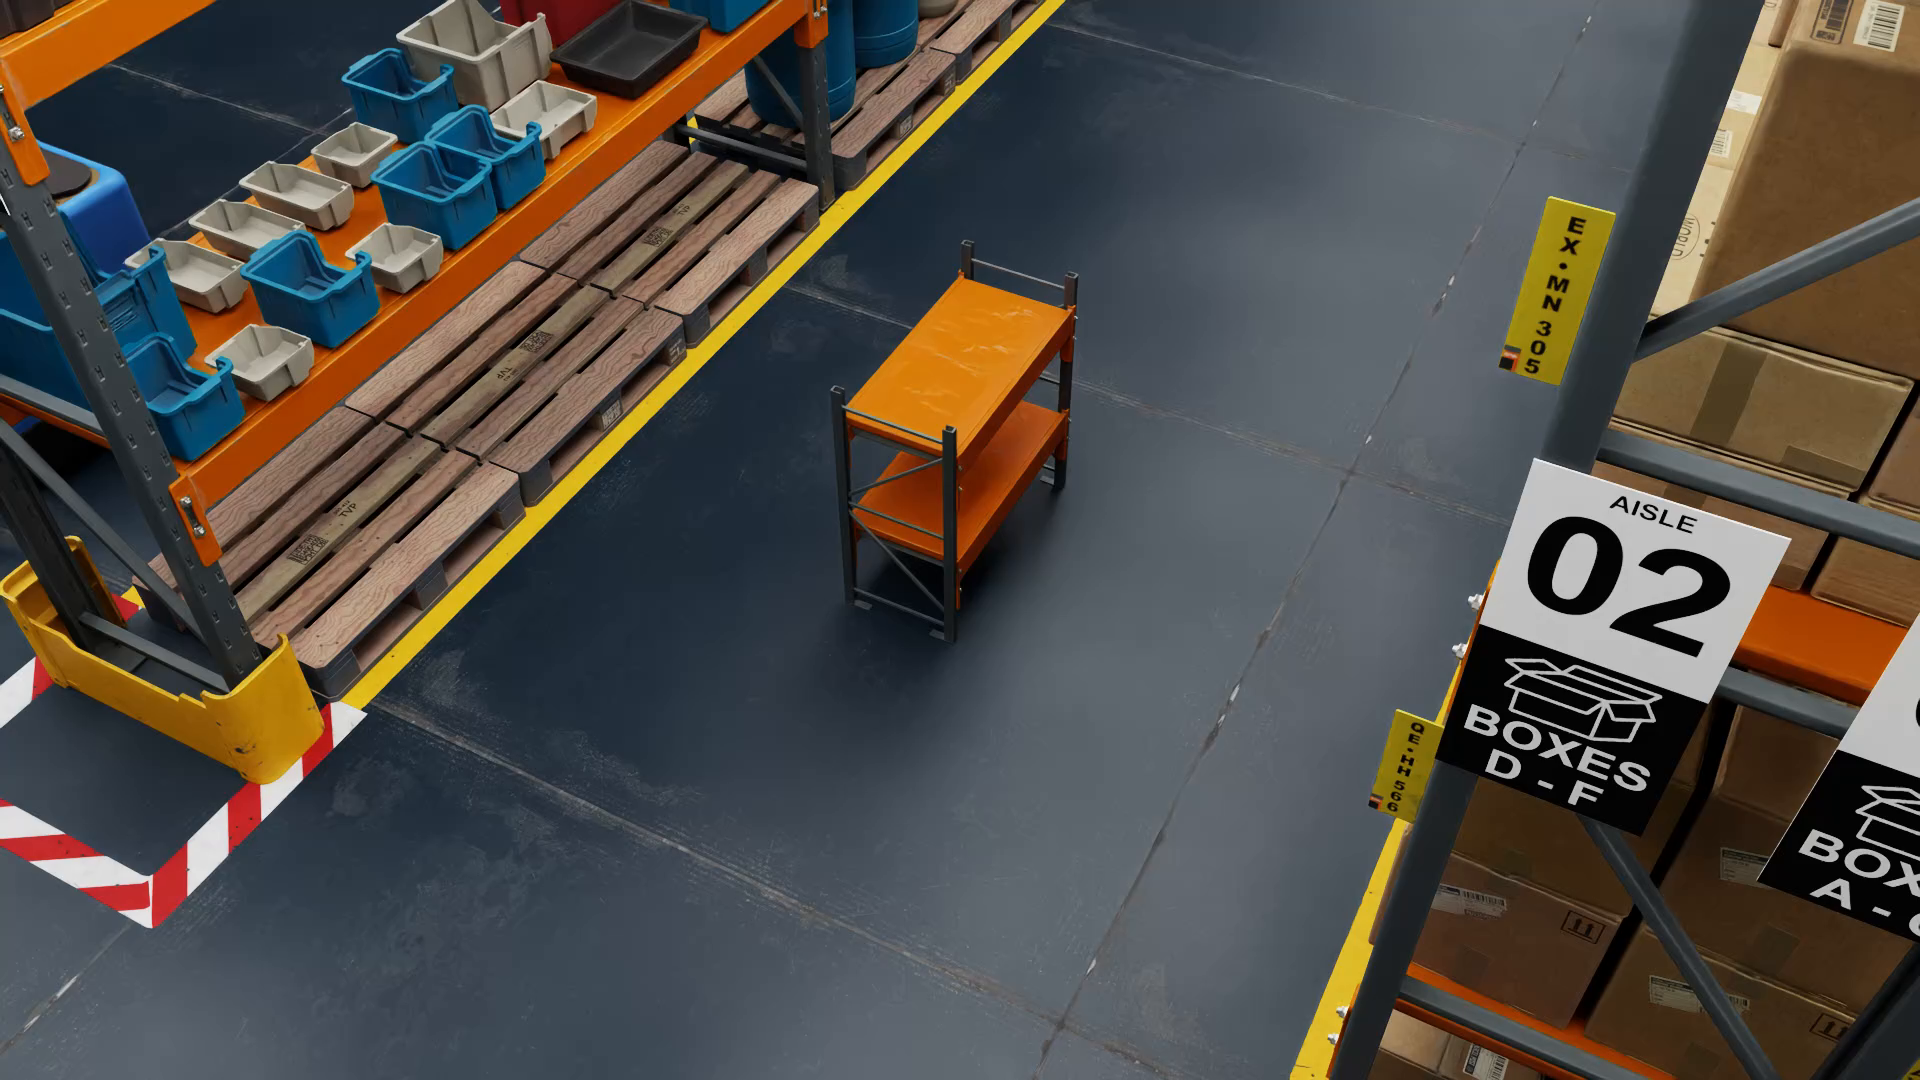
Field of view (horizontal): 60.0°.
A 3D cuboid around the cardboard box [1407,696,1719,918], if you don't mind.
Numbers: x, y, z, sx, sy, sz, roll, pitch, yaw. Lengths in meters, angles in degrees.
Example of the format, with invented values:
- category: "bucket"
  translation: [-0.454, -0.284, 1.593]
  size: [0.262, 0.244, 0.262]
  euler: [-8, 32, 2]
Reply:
- category: "cardboard box"
  translation: [1.361, 0.425, 3.727]
  size: [0.500, 0.500, 0.500]
  euler: [20, 49, 19]

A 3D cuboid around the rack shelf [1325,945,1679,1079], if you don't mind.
- category: "rack shelf"
  translation: [2.327, 0.176, 5.253]
  size: [1.077, 0.370, 4.000]
  euler: [20, 49, 19]

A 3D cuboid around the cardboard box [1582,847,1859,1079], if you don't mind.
- category: "cardboard box"
  translation: [1.838, 0.956, 3.906]
  size: [0.500, 0.500, 0.500]
  euler: [21, 49, 20]

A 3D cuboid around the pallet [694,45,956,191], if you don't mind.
- category: "pallet"
  translation: [-0.735, -2.467, 9.319]
  size: [1.003, 0.211, 1.213]
  euler: [20, 49, 19]

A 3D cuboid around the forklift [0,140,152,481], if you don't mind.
- category: "forklift"
  translation: [-5.087, -2.037, 6.982]
  size: [3.031, 2.935, 1.130]
  euler: [21, 49, 19]

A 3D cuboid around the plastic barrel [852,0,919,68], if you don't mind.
- category: "plastic barrel"
  translation: [-0.534, -3.168, 9.232]
  size: [0.600, 0.901, 0.708]
  euler: [20, 49, 19]

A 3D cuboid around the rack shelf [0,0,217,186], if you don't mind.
- category: "rack shelf"
  translation: [-2.059, -2.516, 5.804]
  size: [1.077, 0.370, 4.000]
  euler: [20, 49, 19]

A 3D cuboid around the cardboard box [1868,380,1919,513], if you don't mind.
- category: "cardboard box"
  translation: [1.867, -0.232, 2.795]
  size: [0.500, 0.250, 0.500]
  euler: [20, 49, 19]

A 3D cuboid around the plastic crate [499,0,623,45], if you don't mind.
- category: "plastic crate"
  translation: [-1.767, -2.538, 7.342]
  size: [0.402, 0.464, 0.583]
  euler: [20, 49, 19]

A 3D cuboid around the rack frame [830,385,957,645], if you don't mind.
- category: "rack frame"
  translation: [-0.239, -0.071, 6.309]
  size: [0.500, 1.125, 0.032]
  euler: [20, 49, 19]

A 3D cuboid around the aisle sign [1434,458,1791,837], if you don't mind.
- category: "aisle sign"
  translation: [1.095, 0.211, 2.884]
  size: [0.394, 0.787, 0.004]
  euler: [20, 49, 19]

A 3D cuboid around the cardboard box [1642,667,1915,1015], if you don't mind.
- category: "cardboard box"
  translation: [1.838, 0.604, 3.551]
  size: [0.500, 0.500, 0.500]
  euler: [22, 49, 20]

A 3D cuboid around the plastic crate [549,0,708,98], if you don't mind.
- category: "plastic crate"
  translation: [-1.412, -2.105, 7.153]
  size: [0.437, 0.125, 0.590]
  euler: [20, 49, 19]

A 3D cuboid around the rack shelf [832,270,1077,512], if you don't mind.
- category: "rack shelf"
  translation: [-0.003, -0.597, 6.417]
  size: [0.538, 0.278, 1.000]
  euler: [20, 49, 19]

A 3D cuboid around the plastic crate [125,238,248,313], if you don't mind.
- category: "plastic crate"
  translation: [-2.769, -0.956, 6.009]
  size: [0.396, 0.136, 0.243]
  euler: [20, 49, 19]

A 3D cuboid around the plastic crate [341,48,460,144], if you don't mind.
- category: "plastic crate"
  translation: [-2.261, -1.795, 6.771]
  size: [0.416, 0.233, 0.300]
  euler: [20, 49, 19]

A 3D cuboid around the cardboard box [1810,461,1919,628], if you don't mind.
- category: "cardboard box"
  translation: [1.862, -0.058, 2.975]
  size: [0.500, 0.250, 0.500]
  euler: [20, 49, 19]

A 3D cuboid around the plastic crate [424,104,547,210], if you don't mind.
- category: "plastic crate"
  translation: [-1.830, -1.482, 6.461]
  size: [0.416, 0.233, 0.300]
  euler: [20, 49, 19]

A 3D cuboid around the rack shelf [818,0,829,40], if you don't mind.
- category: "rack shelf"
  translation: [-0.202, -3.981, 9.362]
  size: [1.077, 0.370, 4.000]
  euler: [20, 49, 19]

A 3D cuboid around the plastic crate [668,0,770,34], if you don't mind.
- category: "plastic crate"
  translation: [-1.045, -2.583, 7.443]
  size: [0.392, 0.384, 0.575]
  euler: [20, 49, 19]

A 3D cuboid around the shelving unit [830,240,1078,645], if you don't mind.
- category: "shelving unit"
  translation: [-0.003, -0.391, 6.626]
  size: [0.538, 1.125, 1.048]
  euler: [20, 49, 19]

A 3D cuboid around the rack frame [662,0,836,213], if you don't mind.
- category: "rack frame"
  translation: [-1.130, -2.974, 7.861]
  size: [1.000, 3.000, 0.127]
  euler: [20, 49, 19]

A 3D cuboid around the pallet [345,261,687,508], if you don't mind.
- category: "pallet"
  translation: [-2.003, -0.747, 7.619]
  size: [1.003, 0.211, 1.213]
  euler: [20, 49, 19]

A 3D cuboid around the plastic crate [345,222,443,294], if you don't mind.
- category: "plastic crate"
  translation: [-2.044, -1.032, 6.084]
  size: [0.250, 0.136, 0.298]
  euler: [20, 49, 19]

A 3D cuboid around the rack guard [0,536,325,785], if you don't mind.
- category: "rack guard"
  translation: [-2.987, 0.444, 6.240]
  size: [1.175, 0.500, 0.348]
  euler: [20, 49, 19]

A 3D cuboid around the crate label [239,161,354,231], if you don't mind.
- category: "crate label"
  translation: [-2.514, -1.318, 6.367]
  size: [0.396, 0.136, 0.243]
  euler: [20, 49, 19]

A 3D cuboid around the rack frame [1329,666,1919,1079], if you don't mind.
- category: "rack frame"
  translation: [1.398, 1.183, 3.751]
  size: [1.000, 3.000, 0.127]
  euler: [20, 49, 19]

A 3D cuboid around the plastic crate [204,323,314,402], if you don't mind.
- category: "plastic crate"
  translation: [-2.359, -0.604, 5.662]
  size: [0.250, 0.136, 0.298]
  euler: [20, 49, 19]

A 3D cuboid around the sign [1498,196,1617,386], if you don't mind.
- category: "sign"
  translation: [0.916, -0.378, 2.563]
  size: [0.100, 0.325, 0.005]
  euler: [20, 49, 19]

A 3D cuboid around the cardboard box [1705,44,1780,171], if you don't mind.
- category: "cardboard box"
  translation: [1.643, -0.717, 3.275]
  size: [0.500, 0.250, 0.500]
  euler: [20, 49, 19]

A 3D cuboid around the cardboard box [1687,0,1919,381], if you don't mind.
- category: "cardboard box"
  translation: [1.622, -0.587, 2.619]
  size: [0.700, 0.500, 0.500]
  euler: [20, 49, 19]

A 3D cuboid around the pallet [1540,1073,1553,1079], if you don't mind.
- category: "pallet"
  translation: [1.803, 1.613, 5.287]
  size: [1.003, 0.211, 1.213]
  euler: [20, 49, 19]
